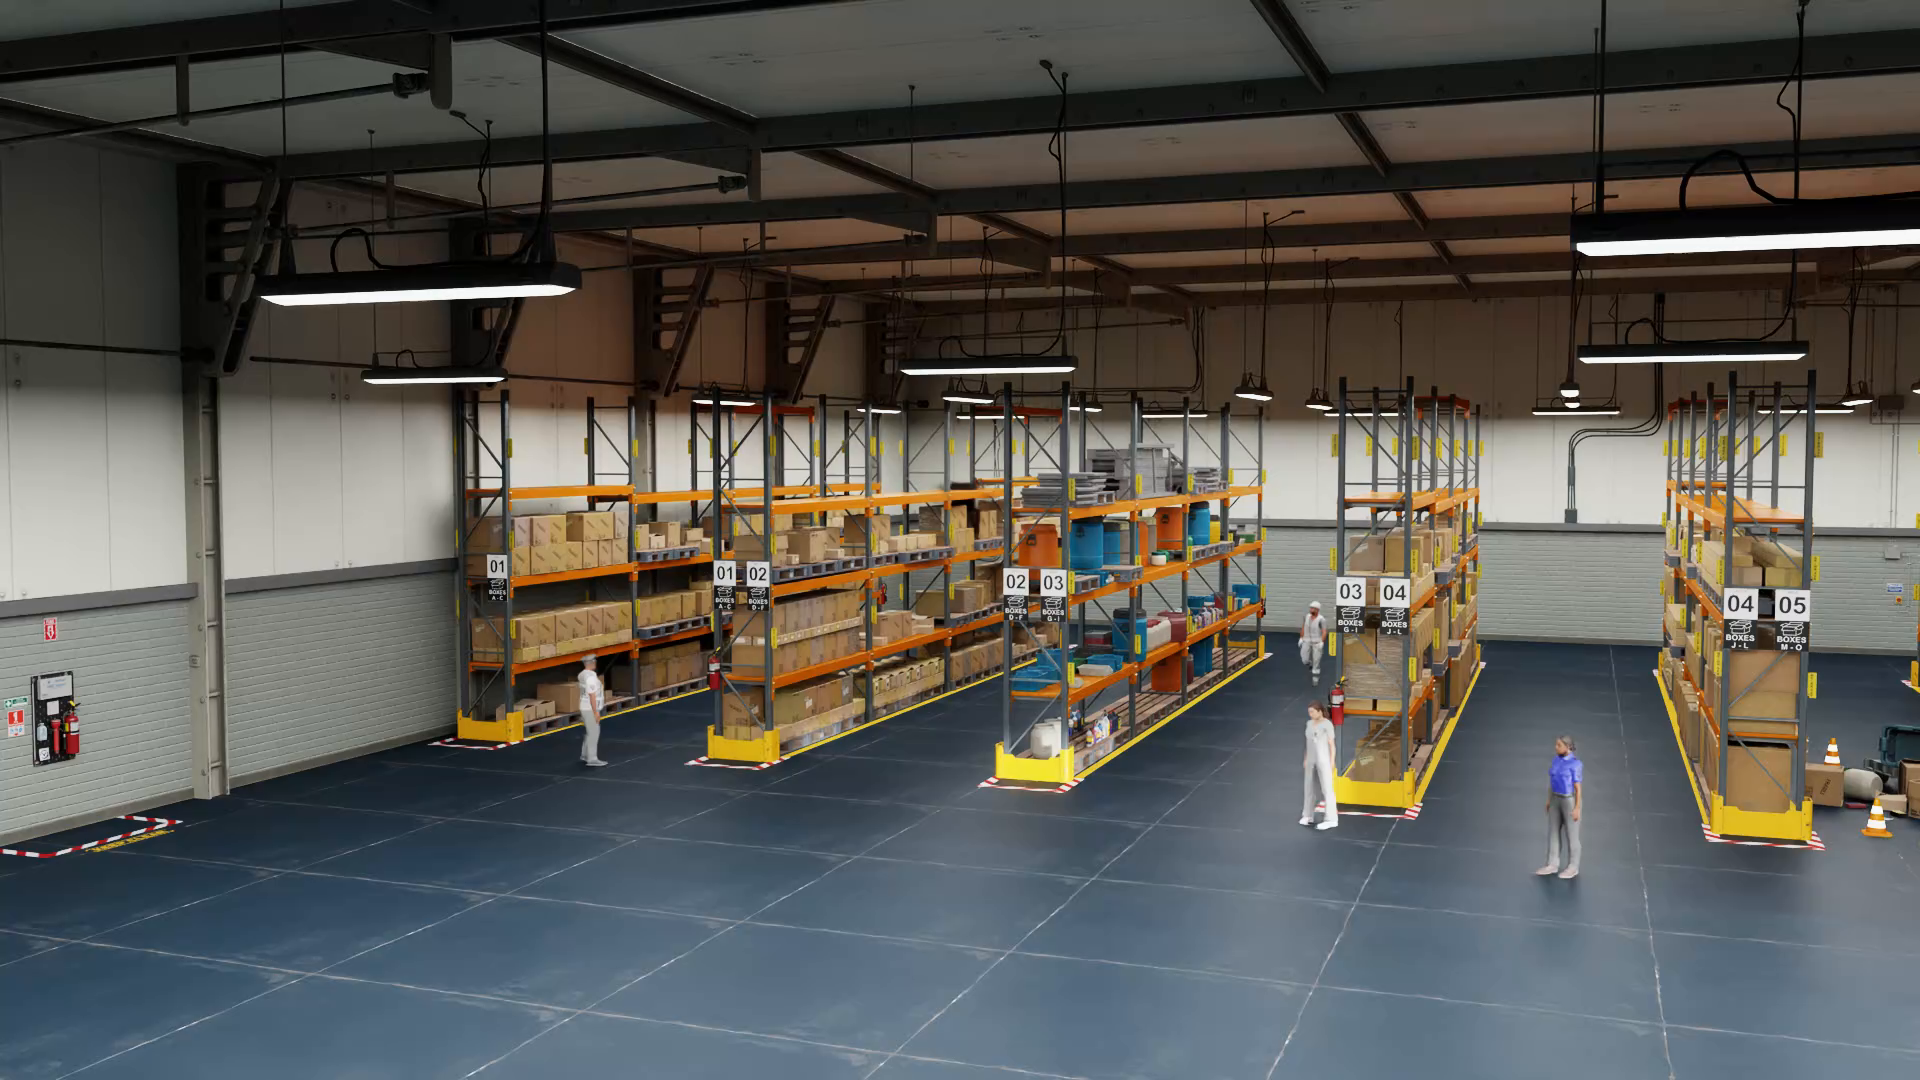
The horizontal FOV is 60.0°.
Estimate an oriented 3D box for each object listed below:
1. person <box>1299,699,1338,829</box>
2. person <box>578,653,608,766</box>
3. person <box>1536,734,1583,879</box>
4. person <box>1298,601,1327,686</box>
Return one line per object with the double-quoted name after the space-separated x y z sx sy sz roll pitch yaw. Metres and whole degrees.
4.734 2.947 22.017 0.402 1.673 0.535 -2 4 -36 "person"
-5.803 2.693 26.278 0.440 1.814 0.621 -1 3 -14 "person"
7.016 3.098 19.385 0.433 1.674 0.463 -2 4 -27 "person"
7.459 2.178 35.182 0.617 1.765 0.662 1 3 17 "person"
